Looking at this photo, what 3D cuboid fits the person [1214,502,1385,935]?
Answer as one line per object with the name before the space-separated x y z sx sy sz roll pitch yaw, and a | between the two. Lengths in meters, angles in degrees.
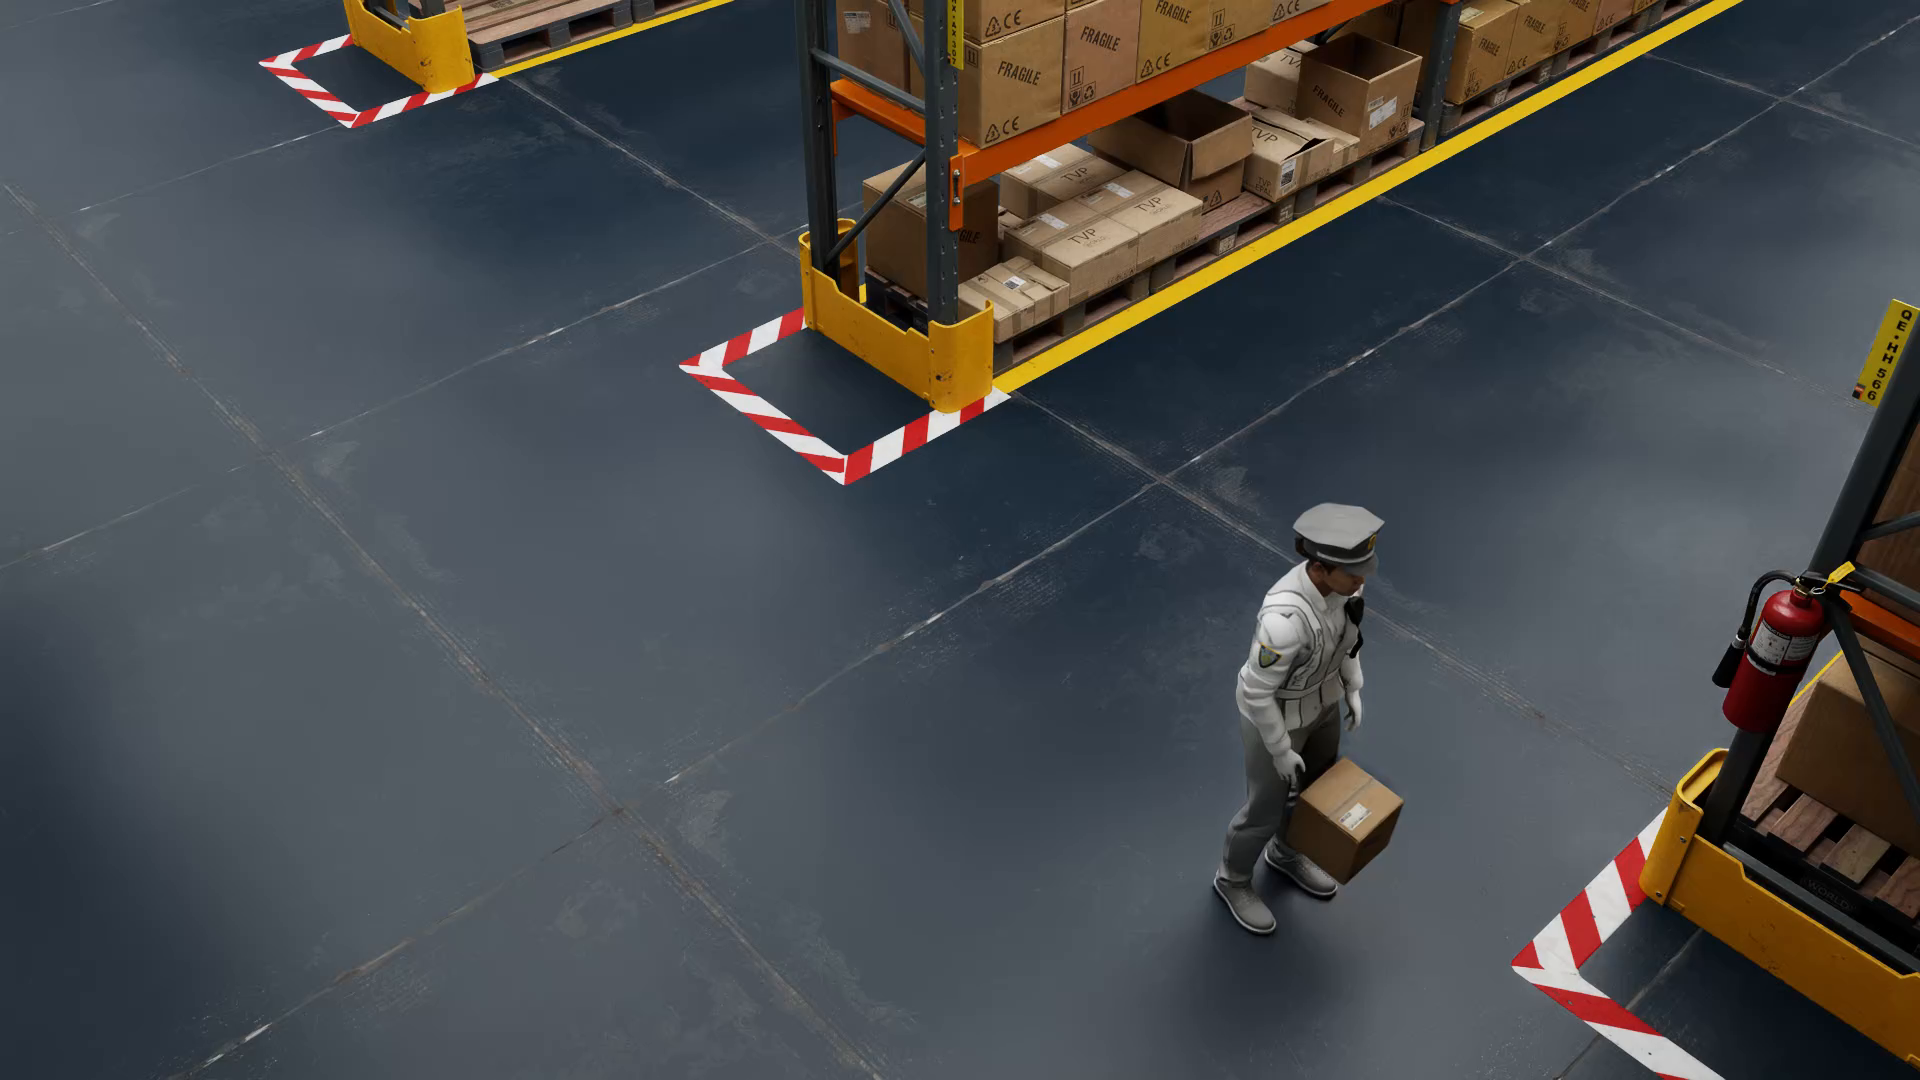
person | 1.123 0.579 5.458 0.507 1.673 0.411 -32 49 -32
